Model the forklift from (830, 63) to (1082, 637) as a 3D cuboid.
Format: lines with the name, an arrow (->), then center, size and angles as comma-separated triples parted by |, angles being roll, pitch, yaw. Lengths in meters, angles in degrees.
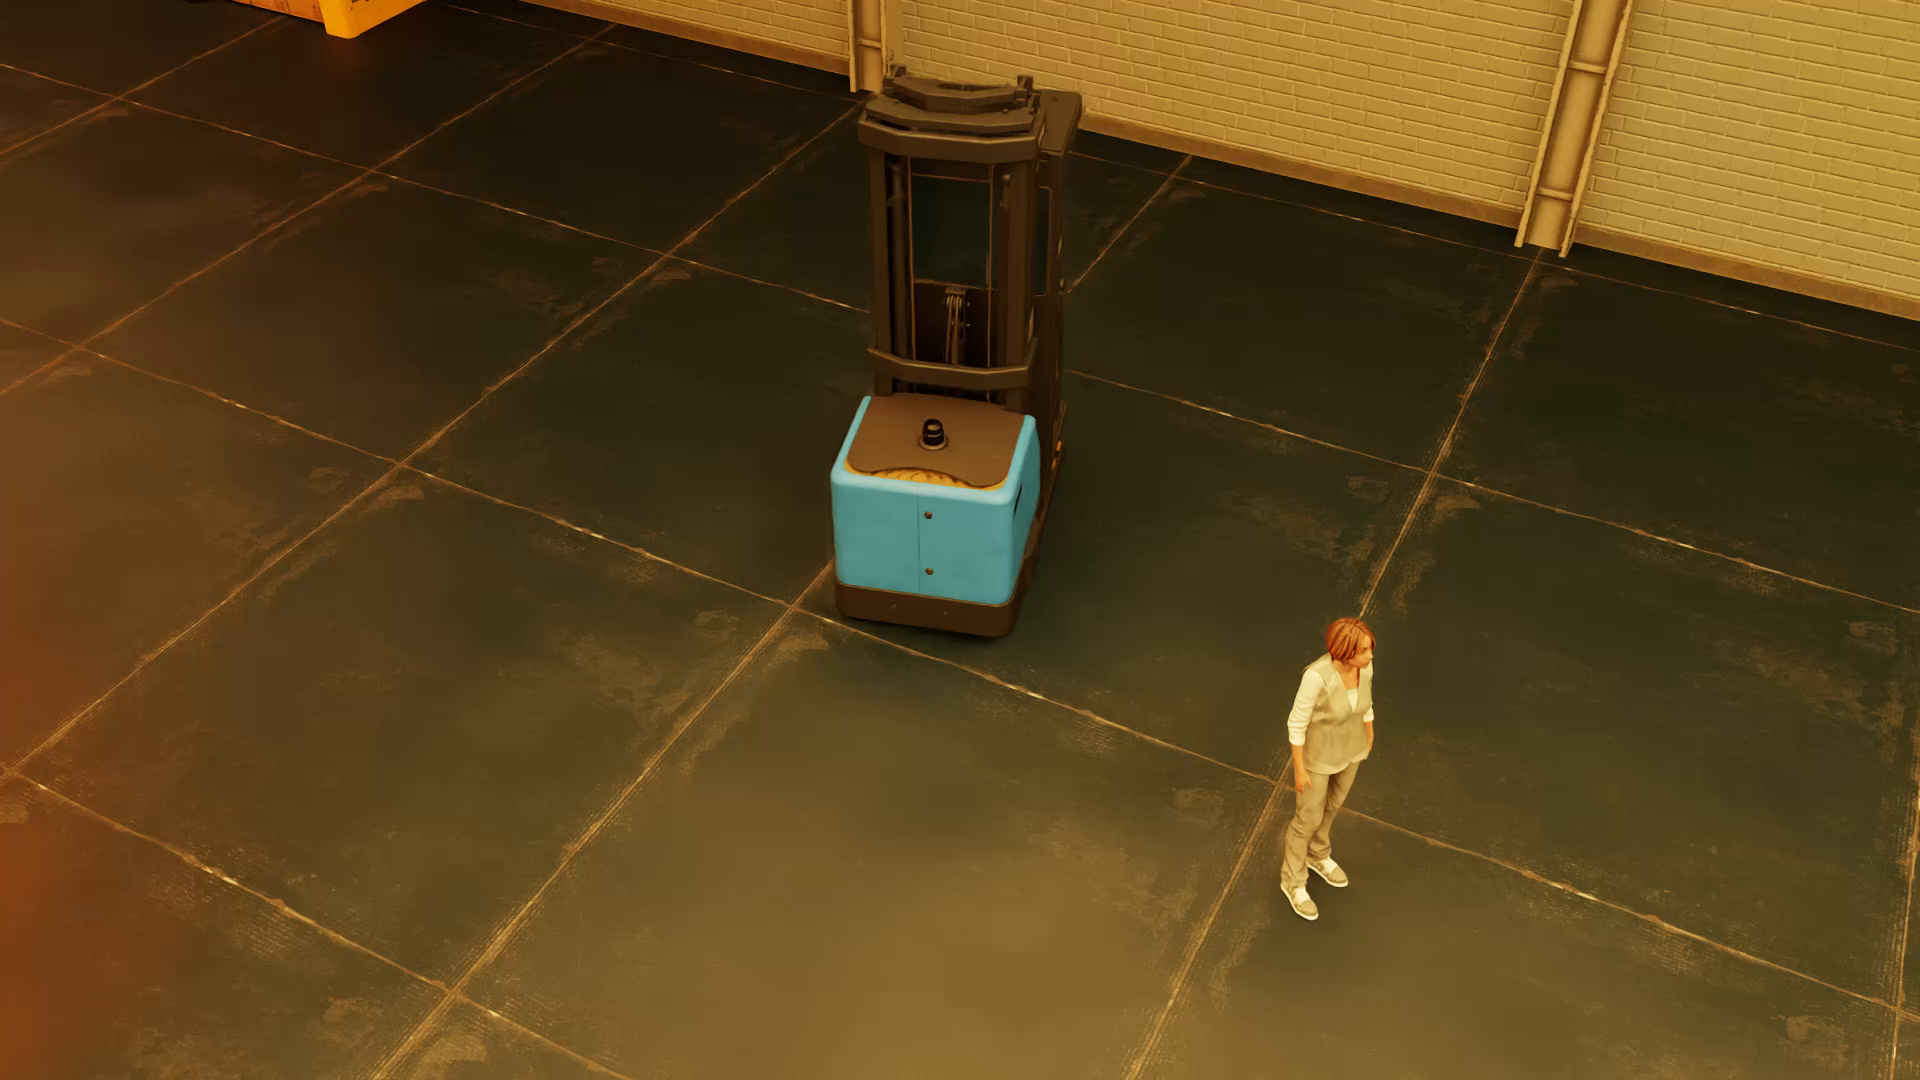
forklift -> 0.074, -1.522, 9.794 | 1.130, 2.935, 3.031 | 8, 41, 9

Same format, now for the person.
person -> 1.771, 1.047, 7.776 | 0.504, 1.605, 0.454 | -23, 45, -24
